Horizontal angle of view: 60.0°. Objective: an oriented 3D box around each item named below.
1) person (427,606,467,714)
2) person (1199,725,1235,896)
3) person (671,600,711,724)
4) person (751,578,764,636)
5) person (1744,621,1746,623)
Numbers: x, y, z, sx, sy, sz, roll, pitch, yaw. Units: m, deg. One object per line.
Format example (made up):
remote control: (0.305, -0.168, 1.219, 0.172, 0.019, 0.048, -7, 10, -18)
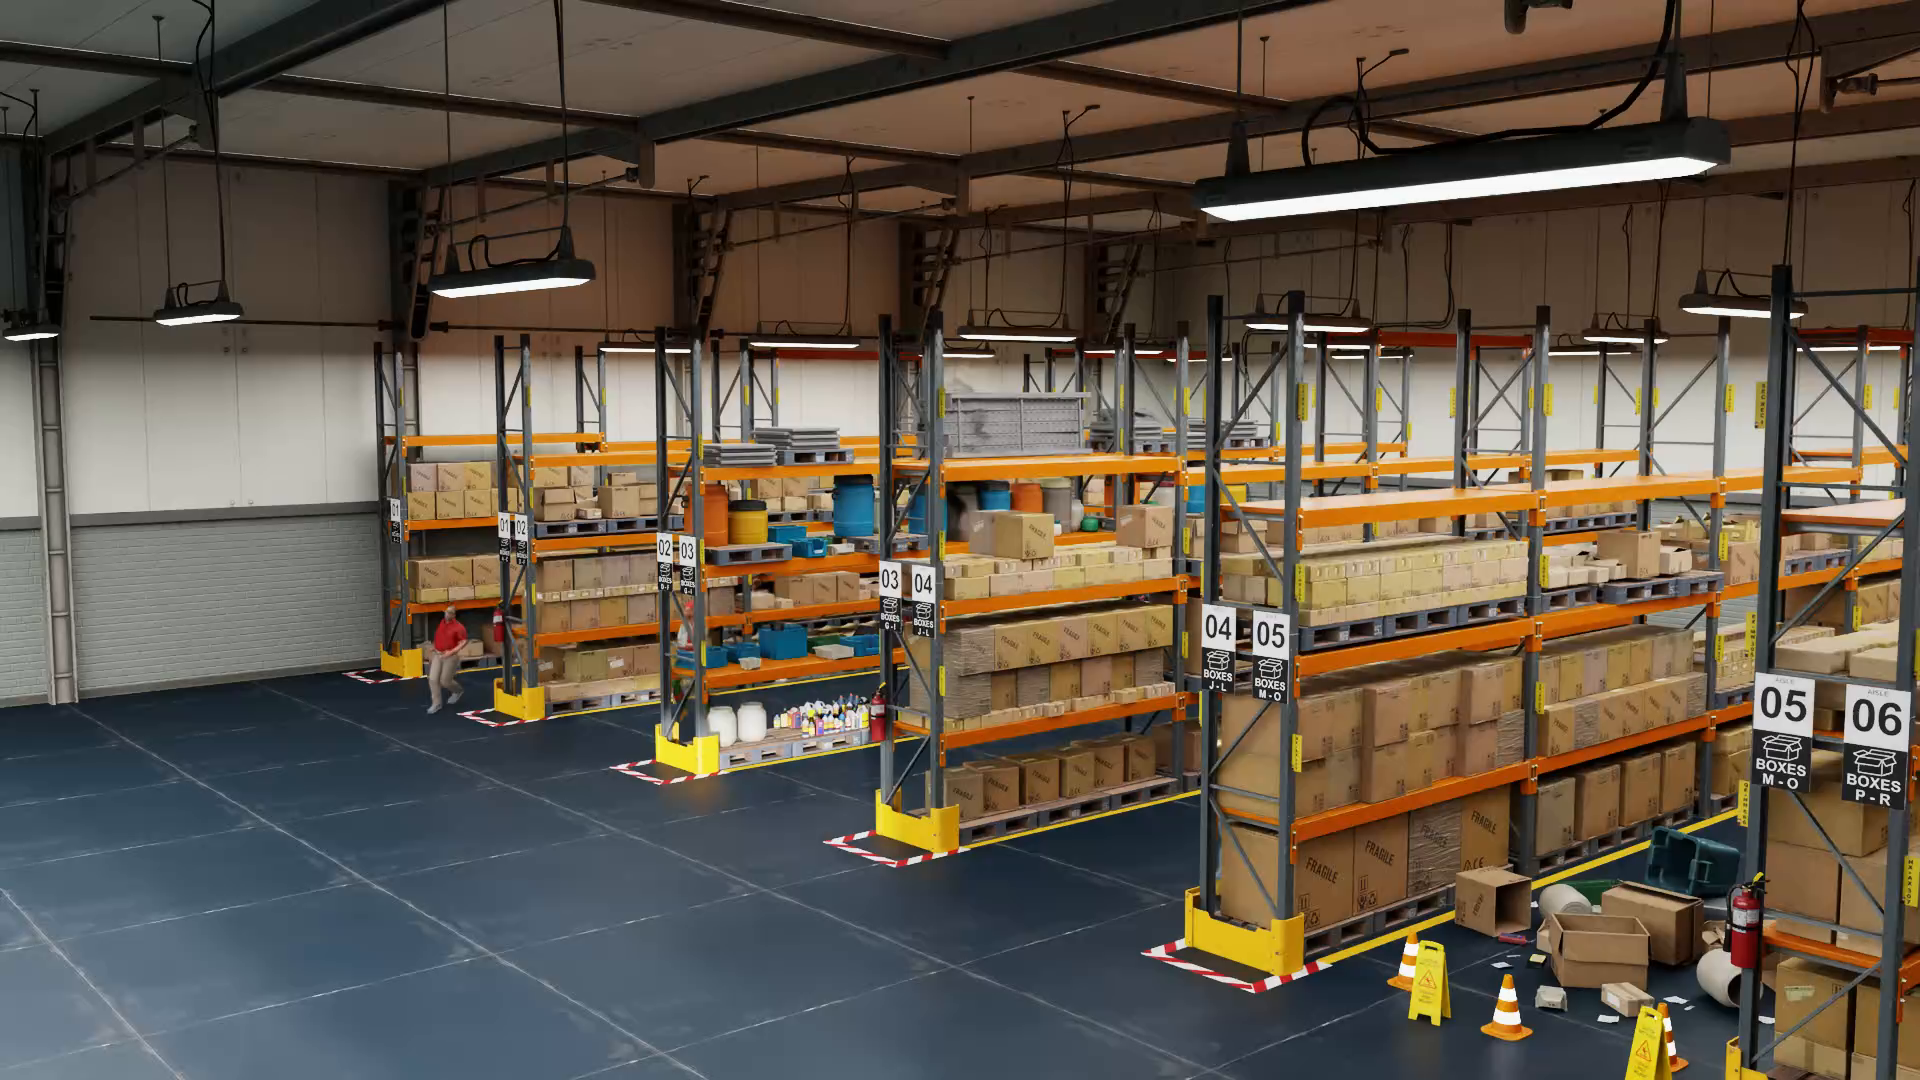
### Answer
person: (-8.199, 1.904, 26.726, 0.701, 1.710, 0.761, 2, 6, 21)
person: (2.770, 2.693, 17.181, 0.694, 1.781, 0.887, 4, 7, 40)
person: (-3.984, 1.799, 24.445, 0.645, 1.824, 0.733, 4, 7, 38)
person: (-3.891, 1.499, 31.791, 0.549, 1.552, 0.556, 4, 6, 35)
person: (12.111, 2.068, 25.676, 0.566, 1.532, 0.558, -4, 7, -39)
